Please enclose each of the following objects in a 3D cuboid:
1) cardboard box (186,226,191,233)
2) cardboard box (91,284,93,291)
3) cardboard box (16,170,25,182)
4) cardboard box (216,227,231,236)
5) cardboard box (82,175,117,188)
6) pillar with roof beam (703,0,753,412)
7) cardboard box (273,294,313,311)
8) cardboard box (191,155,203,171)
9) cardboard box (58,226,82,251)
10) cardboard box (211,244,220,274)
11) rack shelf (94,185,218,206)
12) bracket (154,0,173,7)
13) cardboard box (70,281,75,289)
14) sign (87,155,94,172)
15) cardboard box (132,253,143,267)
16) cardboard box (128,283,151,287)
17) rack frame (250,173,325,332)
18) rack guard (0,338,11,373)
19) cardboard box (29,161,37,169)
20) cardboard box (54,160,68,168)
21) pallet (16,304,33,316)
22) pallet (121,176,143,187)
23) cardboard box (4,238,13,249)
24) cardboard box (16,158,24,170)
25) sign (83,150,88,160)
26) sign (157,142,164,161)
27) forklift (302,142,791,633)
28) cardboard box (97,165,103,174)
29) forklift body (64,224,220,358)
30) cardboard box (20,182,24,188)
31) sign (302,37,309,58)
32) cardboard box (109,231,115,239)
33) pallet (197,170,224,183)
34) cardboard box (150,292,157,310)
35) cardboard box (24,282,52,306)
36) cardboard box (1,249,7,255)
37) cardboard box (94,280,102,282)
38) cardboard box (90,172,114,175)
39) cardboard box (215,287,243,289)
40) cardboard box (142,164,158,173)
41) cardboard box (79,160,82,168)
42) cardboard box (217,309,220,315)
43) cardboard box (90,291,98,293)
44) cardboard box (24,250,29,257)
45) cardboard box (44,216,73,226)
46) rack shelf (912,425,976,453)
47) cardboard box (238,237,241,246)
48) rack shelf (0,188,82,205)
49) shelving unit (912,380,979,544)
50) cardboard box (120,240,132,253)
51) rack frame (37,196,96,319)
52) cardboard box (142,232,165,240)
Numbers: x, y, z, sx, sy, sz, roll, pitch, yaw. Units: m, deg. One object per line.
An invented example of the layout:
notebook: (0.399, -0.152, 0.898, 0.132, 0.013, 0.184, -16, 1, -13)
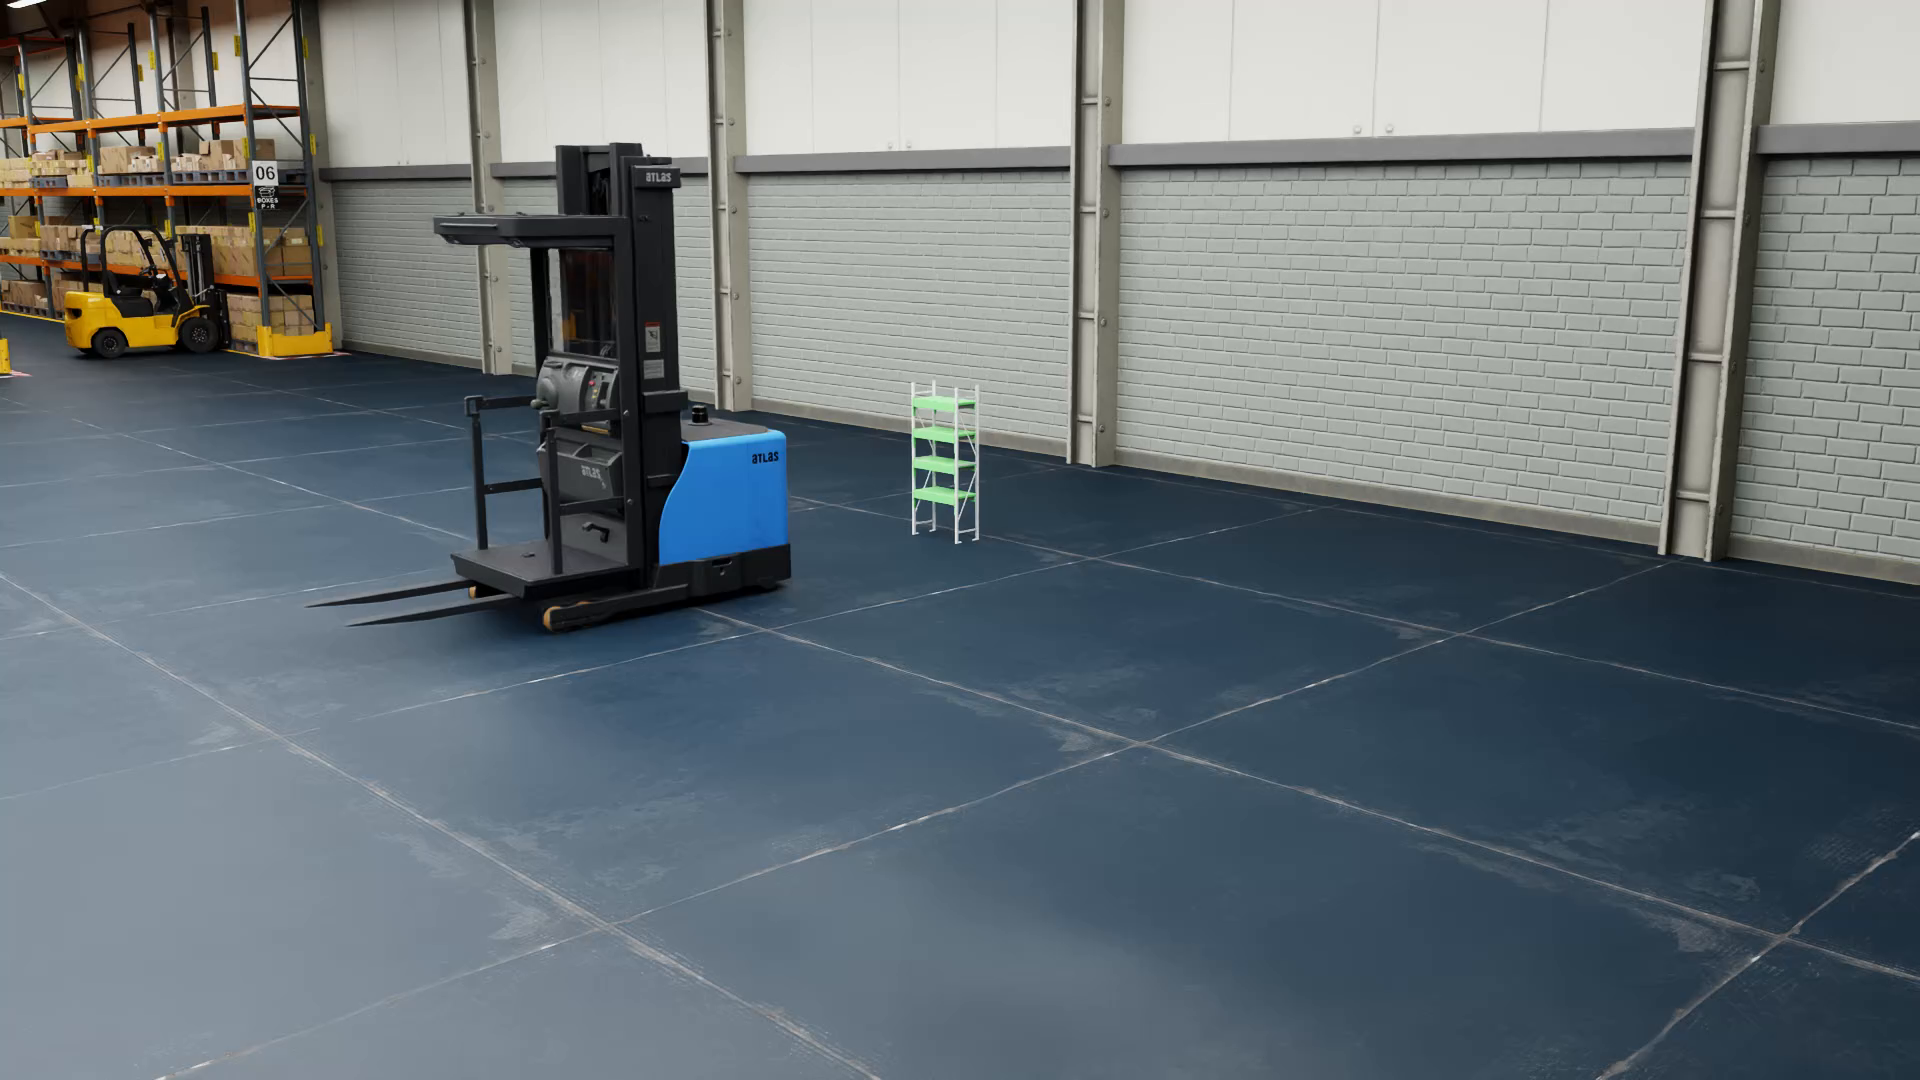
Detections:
cardboard box: (-13.788, -5.619, 30.160, 0.380, 0.149, 0.250, -11, 16, -42)
cardboard box: (-17.700, -5.218, 34.350, 0.250, 0.149, 0.380, 11, 16, 43)
cardboard box: (-20.458, -8.037, 36.688, 0.500, 0.250, 0.500, 11, 16, 43)
cardboard box: (-12.644, -5.342, 28.813, 0.380, 0.149, 0.250, -10, 16, -41)
cardboard box: (-17.345, -7.238, 33.550, 0.500, 0.250, 0.500, 11, 16, 43)
pillar with roof beam: (-5.946, -5.448, 17.056, 9.100, 9.000, 0.400, -11, 16, -43)
cardboard box: (-11.485, -4.079, 28.574, 0.500, 0.250, 0.500, -11, 16, -43)
cardboard box: (-13.247, -6.617, 29.206, 0.258, 0.266, 0.396, 11, 16, 44)
cardboard box: (-18.505, -6.348, 35.002, 0.700, 0.500, 0.500, -11, 16, -43)
cardboard box: (-12.881, -4.942, 29.217, 0.500, 0.500, 0.500, -11, 16, -42)
rack shelf: (-15.434, -6.627, 31.991, 1.077, 0.370, 4.000, -11, 16, -43)
bracket: (-15.233, -10.328, 31.822, 0.235, 0.232, 0.430, -11, 16, -43)
cardboard box: (-18.745, -5.450, 35.477, 0.380, 0.149, 0.250, -11, 16, -43)
sign: (-17.209, -7.449, 32.918, 0.100, 0.325, 0.005, -11, 16, -43)
cardboard box: (-15.624, -5.405, 32.085, 0.500, 0.250, 0.500, -10, 15, -41)
cardboard box: (-16.950, -5.220, 34.363, 0.380, 0.149, 0.250, -10, 15, -40)
rack frame: (-11.290, -4.634, 27.971, 1.000, 3.000, 0.127, -11, 16, -43)
rack guard: (-14.930, -2.729, 24.917, 1.175, 0.500, 0.348, -11, 16, -43)
cardboard box: (-19.688, -8.027, 35.604, 0.380, 0.149, 0.250, -10, 15, -41)
cardboard box: (-18.582, -7.811, 34.552, 0.380, 0.149, 0.250, -11, 16, -42)
pallet: (-20.898, -5.298, 38.105, 1.003, 0.211, 1.213, -11, 16, -43)
pallet: (-15.507, -6.929, 32.144, 1.003, 0.211, 1.213, -10, 15, -40)
cardboard box: (-21.520, -6.791, 38.073, 0.500, 0.250, 0.500, -11, 16, -44)
cardboard box: (-20.457, -8.285, 36.652, 0.500, 0.250, 0.500, -11, 16, -43)
sign: (-19.178, -8.379, 36.455, 0.100, 0.325, 0.005, -11, 16, -43)
sign: (-14.438, -7.017, 30.044, 0.100, 0.325, 0.005, -11, 16, -43)
forklift: (-2.583, -0.985, 10.430, 3.031, 2.935, 1.130, -10, 15, -41)
cardboard box: (-16.794, -7.318, 32.854, 0.380, 0.166, 0.250, -11, 16, -43)
forklift body: (-13.919, -4.241, 28.166, 2.313, 2.155, 1.214, -11, 16, -43)
cardboard box: (-20.552, -7.856, 36.798, 0.380, 0.149, 0.250, -11, 16, -43)
sign: (-10.885, -8.184, 27.627, 0.100, 0.325, 0.005, -11, 16, -43)
cardboard box: (-16.623, -6.042, 32.949, 0.380, 0.149, 0.250, -10, 16, -41)
pallet: (-12.607, -6.345, 29.060, 1.003, 0.211, 1.213, -11, 16, -43)
cardboard box: (-14.951, -4.449, 31.919, 0.875, 0.625, 0.625, -11, 16, -43)
cardboard box: (-20.707, -5.567, 37.650, 0.500, 0.500, 0.700, 11, 16, 43)
cardboard box: (-22.102, -6.729, 38.763, 0.380, 0.149, 0.250, -10, 16, -41)
cardboard box: (-18.408, -5.518, 35.806, 0.380, 0.149, 0.250, -10, 16, -41)
cardboard box: (-17.234, -7.411, 33.399, 0.380, 0.149, 0.250, -10, 16, -41)
cardboard box: (-13.573, -4.522, 30.721, 0.500, 0.250, 0.500, -10, 16, -41)
cardboard box: (-15.032, -6.937, 31.048, 0.380, 0.149, 0.250, -11, 16, -43)
cardboard box: (-17.737, -7.675, 33.944, 0.380, 0.149, 0.250, -11, 16, -43)
cardboard box: (-12.906, -3.986, 29.360, 0.500, 0.250, 0.500, -11, 16, -43)
cardboard box: (-17.601, -4.889, 34.364, 0.500, 0.500, 0.500, -11, 16, -43)
cardboard box: (-20.731, -6.419, 37.256, 0.380, 0.149, 0.250, -11, 16, -43)
cardboard box: (-20.413, -7.079, 37.616, 0.500, 0.500, 0.500, 11, 16, 44)
rack shelf: (-0.114, -0.784, 12.872, 0.258, 0.148, 0.480, -11, 16, -43)
cardboard box: (-12.065, -5.092, 28.338, 0.380, 0.149, 0.250, -11, 16, -42)
rack shelf: (-20.958, -7.794, 37.658, 1.077, 0.370, 4.000, -11, 16, -43)
shelving unit: (-0.114, -0.612, 12.908, 0.258, 1.200, 0.503, -11, 16, -43)
cardboard box: (-15.992, -5.722, 32.385, 0.500, 0.250, 0.500, 11, 16, 44)
rack frame: (-19.577, -6.385, 36.472, 1.000, 3.000, 0.127, -11, 16, -43)
cardboard box: (-15.353, -5.786, 31.706, 0.380, 0.149, 0.250, -11, 16, -42)
